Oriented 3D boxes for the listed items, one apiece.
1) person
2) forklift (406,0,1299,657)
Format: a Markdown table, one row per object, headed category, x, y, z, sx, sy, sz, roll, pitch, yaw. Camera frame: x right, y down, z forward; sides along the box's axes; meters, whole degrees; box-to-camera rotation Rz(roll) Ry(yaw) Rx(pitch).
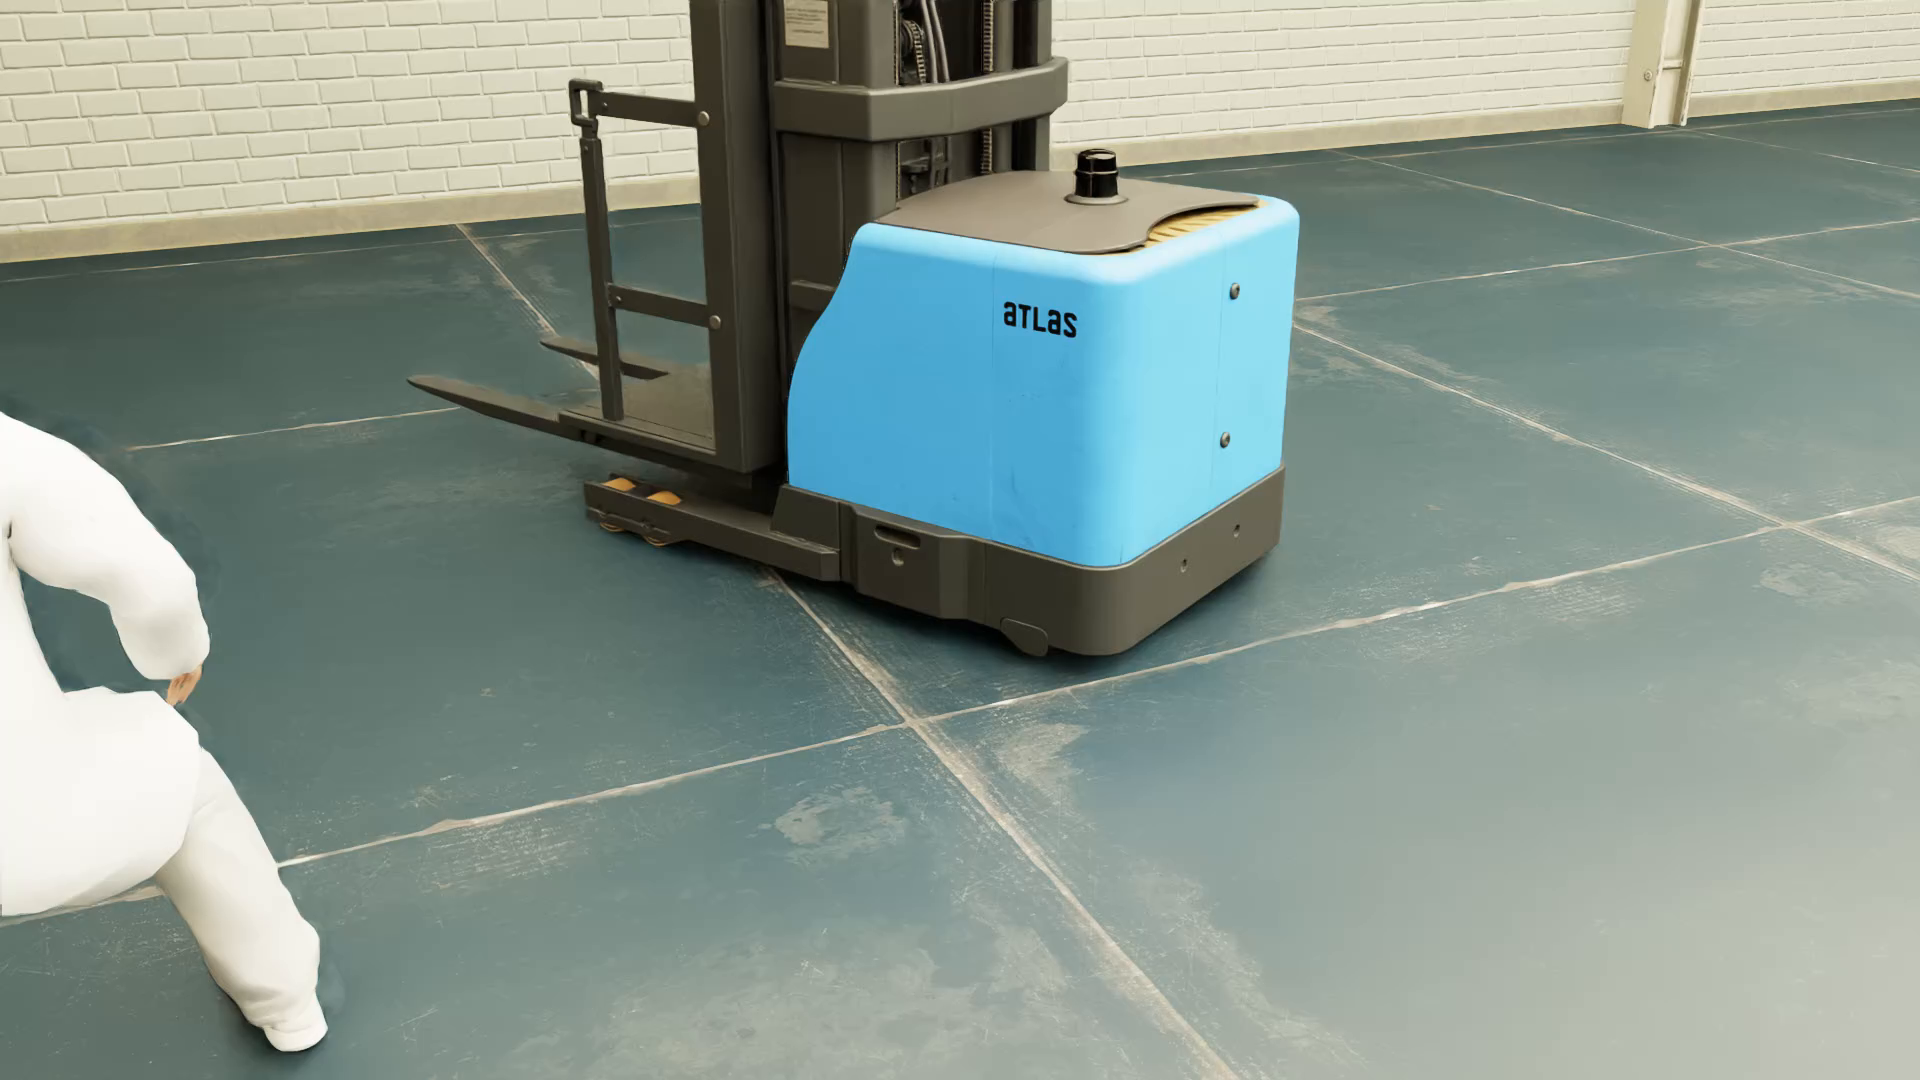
| category | x | y | z | sx | sy | sz | roll | pitch | yaw |
| --- | --- | --- | --- | --- | --- | --- | --- | --- | --- |
| person | -1.507 | 0.325 | 2.321 | 1.045 | 1.628 | 0.994 | -10 | 25 | -24 |
| forklift | -0.546 | -1.481 | 4.850 | 3.031 | 2.935 | 1.130 | 16 | 27 | 33 |
